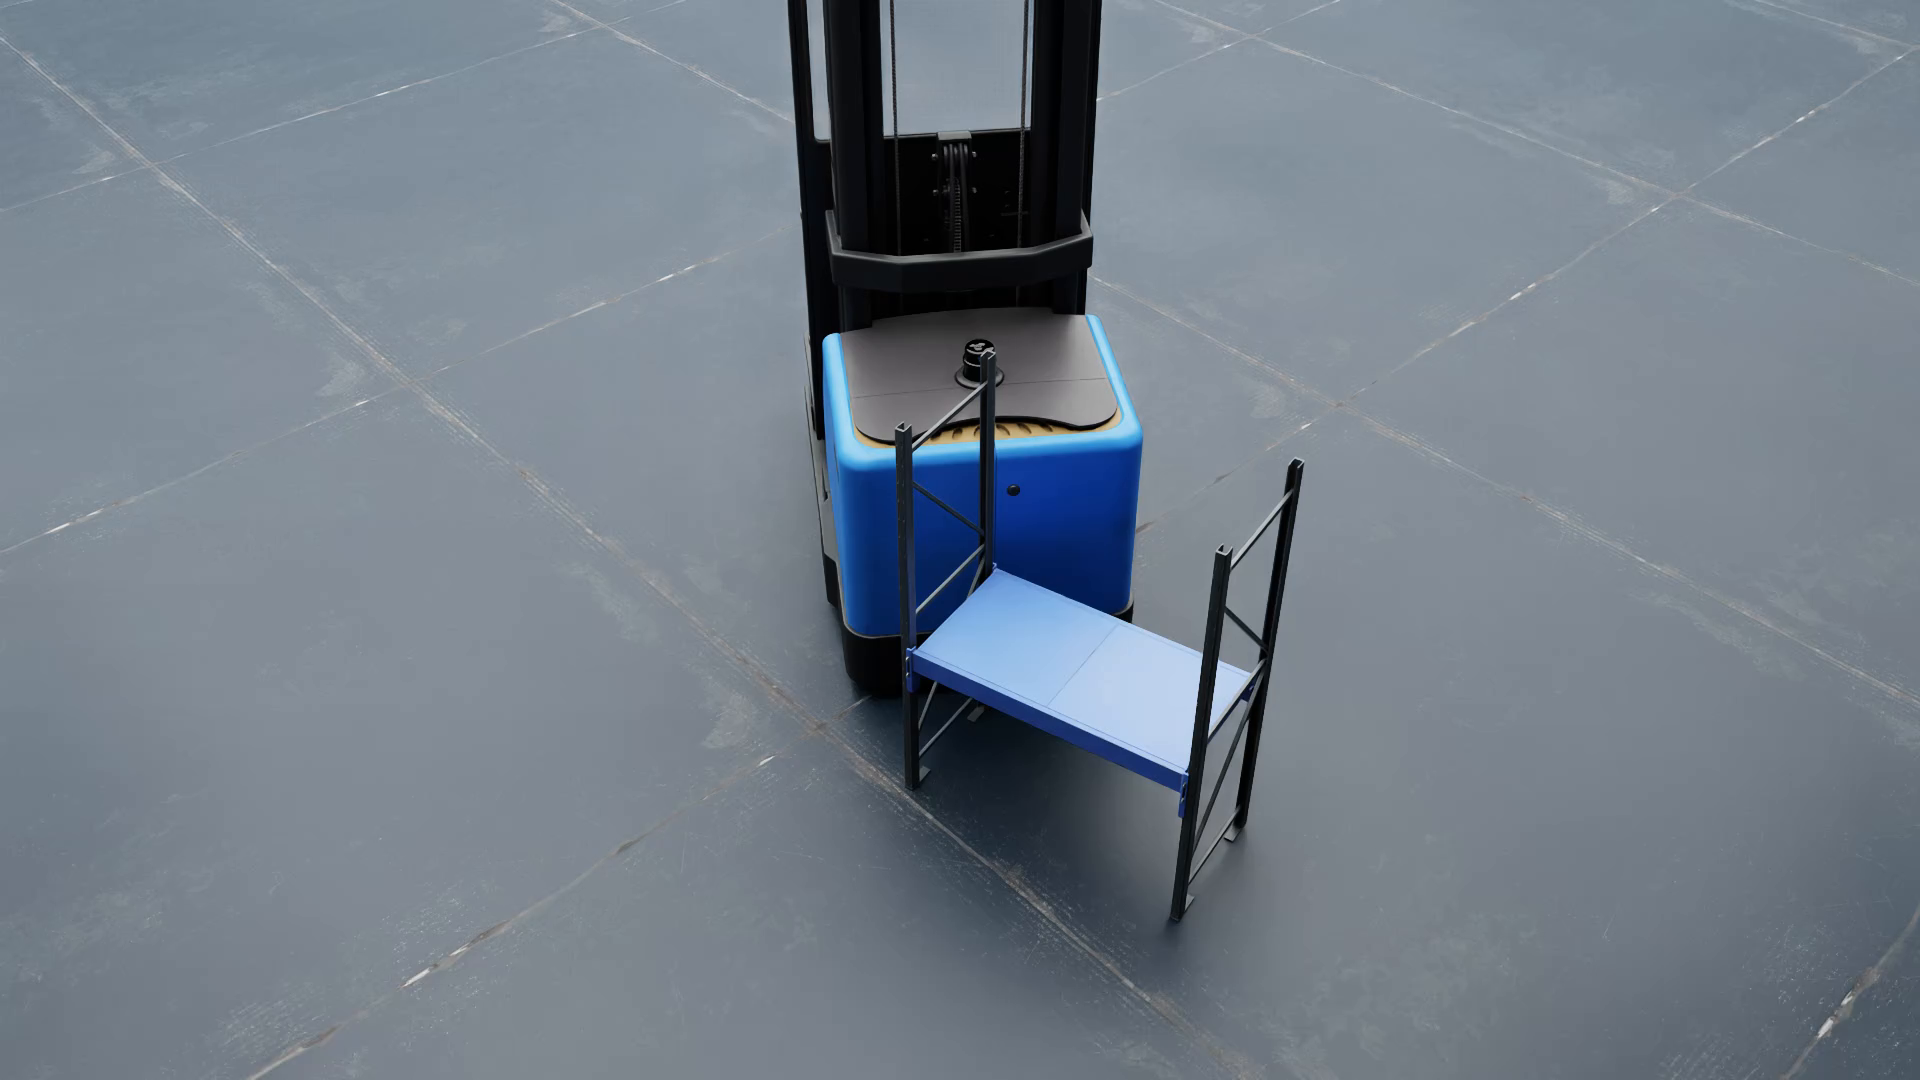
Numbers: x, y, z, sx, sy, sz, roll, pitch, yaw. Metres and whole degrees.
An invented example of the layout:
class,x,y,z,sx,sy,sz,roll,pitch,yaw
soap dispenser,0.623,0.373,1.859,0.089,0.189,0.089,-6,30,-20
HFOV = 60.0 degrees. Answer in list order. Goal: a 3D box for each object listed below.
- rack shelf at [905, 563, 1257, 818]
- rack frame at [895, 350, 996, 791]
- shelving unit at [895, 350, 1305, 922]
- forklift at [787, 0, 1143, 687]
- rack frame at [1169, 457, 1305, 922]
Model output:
class,x,y,z,sx,sy,sz,roll,pitch,yaw
rack shelf,0.387,0.453,5.282,1.000,0.185,0.538,22,44,25
rack frame,-0.038,0.138,5.385,0.032,1.500,0.500,22,44,25
shelving unit,0.387,0.313,5.169,1.048,1.500,0.538,22,44,25
forklift,-0.086,-1.533,6.315,1.130,2.935,3.031,-5,39,-6
rack frame,0.813,0.487,4.953,0.032,1.500,0.500,22,44,25
